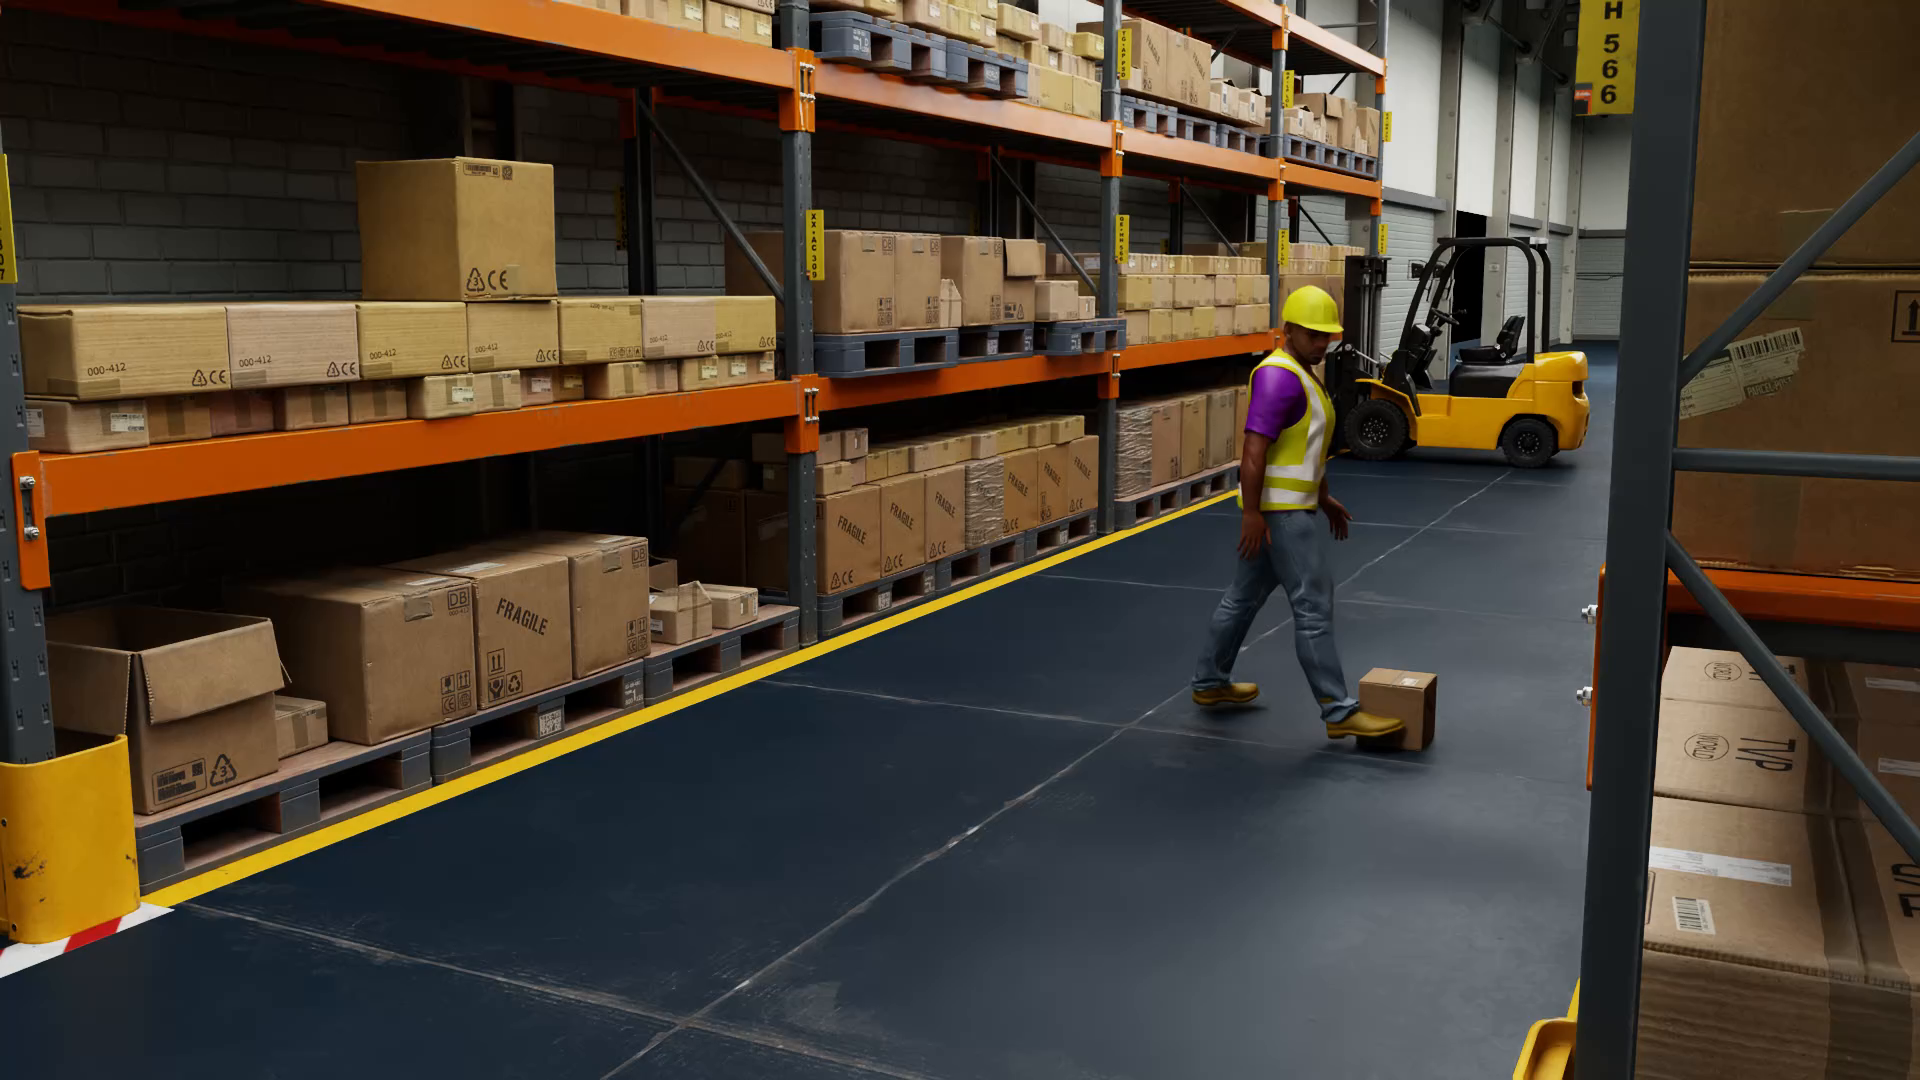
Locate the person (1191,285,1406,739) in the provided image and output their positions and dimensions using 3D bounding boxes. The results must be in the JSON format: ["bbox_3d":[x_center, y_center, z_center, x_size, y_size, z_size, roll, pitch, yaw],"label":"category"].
[{"bbox_3d":[1.341,-0.128,6.552,0.844,1.731,0.675,2,9,12],"label":"person"}]
